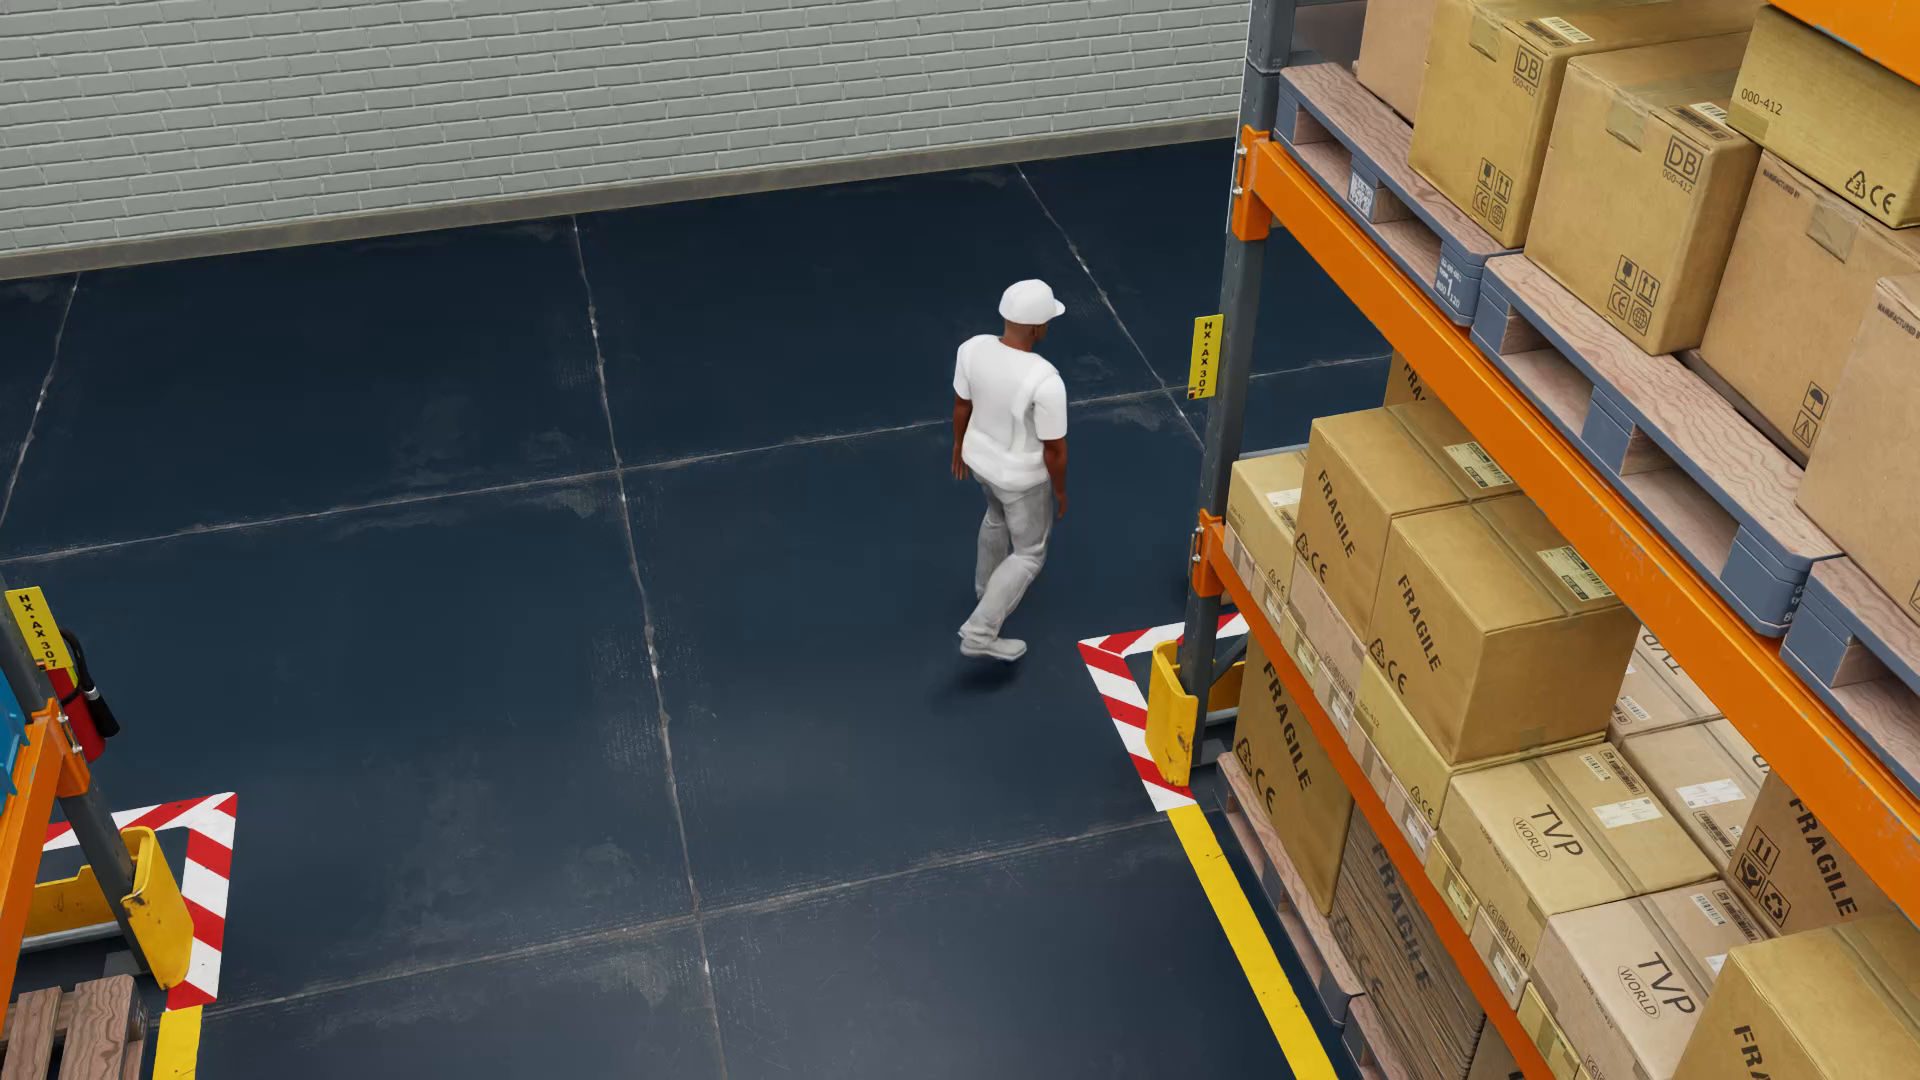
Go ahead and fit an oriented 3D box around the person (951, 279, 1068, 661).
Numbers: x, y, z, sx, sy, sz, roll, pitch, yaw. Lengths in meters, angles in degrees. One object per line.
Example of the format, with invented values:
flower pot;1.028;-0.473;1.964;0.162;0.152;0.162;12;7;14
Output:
person;0.166;-0.293;7.080;0.737;1.741;0.610;-31;47;-33
